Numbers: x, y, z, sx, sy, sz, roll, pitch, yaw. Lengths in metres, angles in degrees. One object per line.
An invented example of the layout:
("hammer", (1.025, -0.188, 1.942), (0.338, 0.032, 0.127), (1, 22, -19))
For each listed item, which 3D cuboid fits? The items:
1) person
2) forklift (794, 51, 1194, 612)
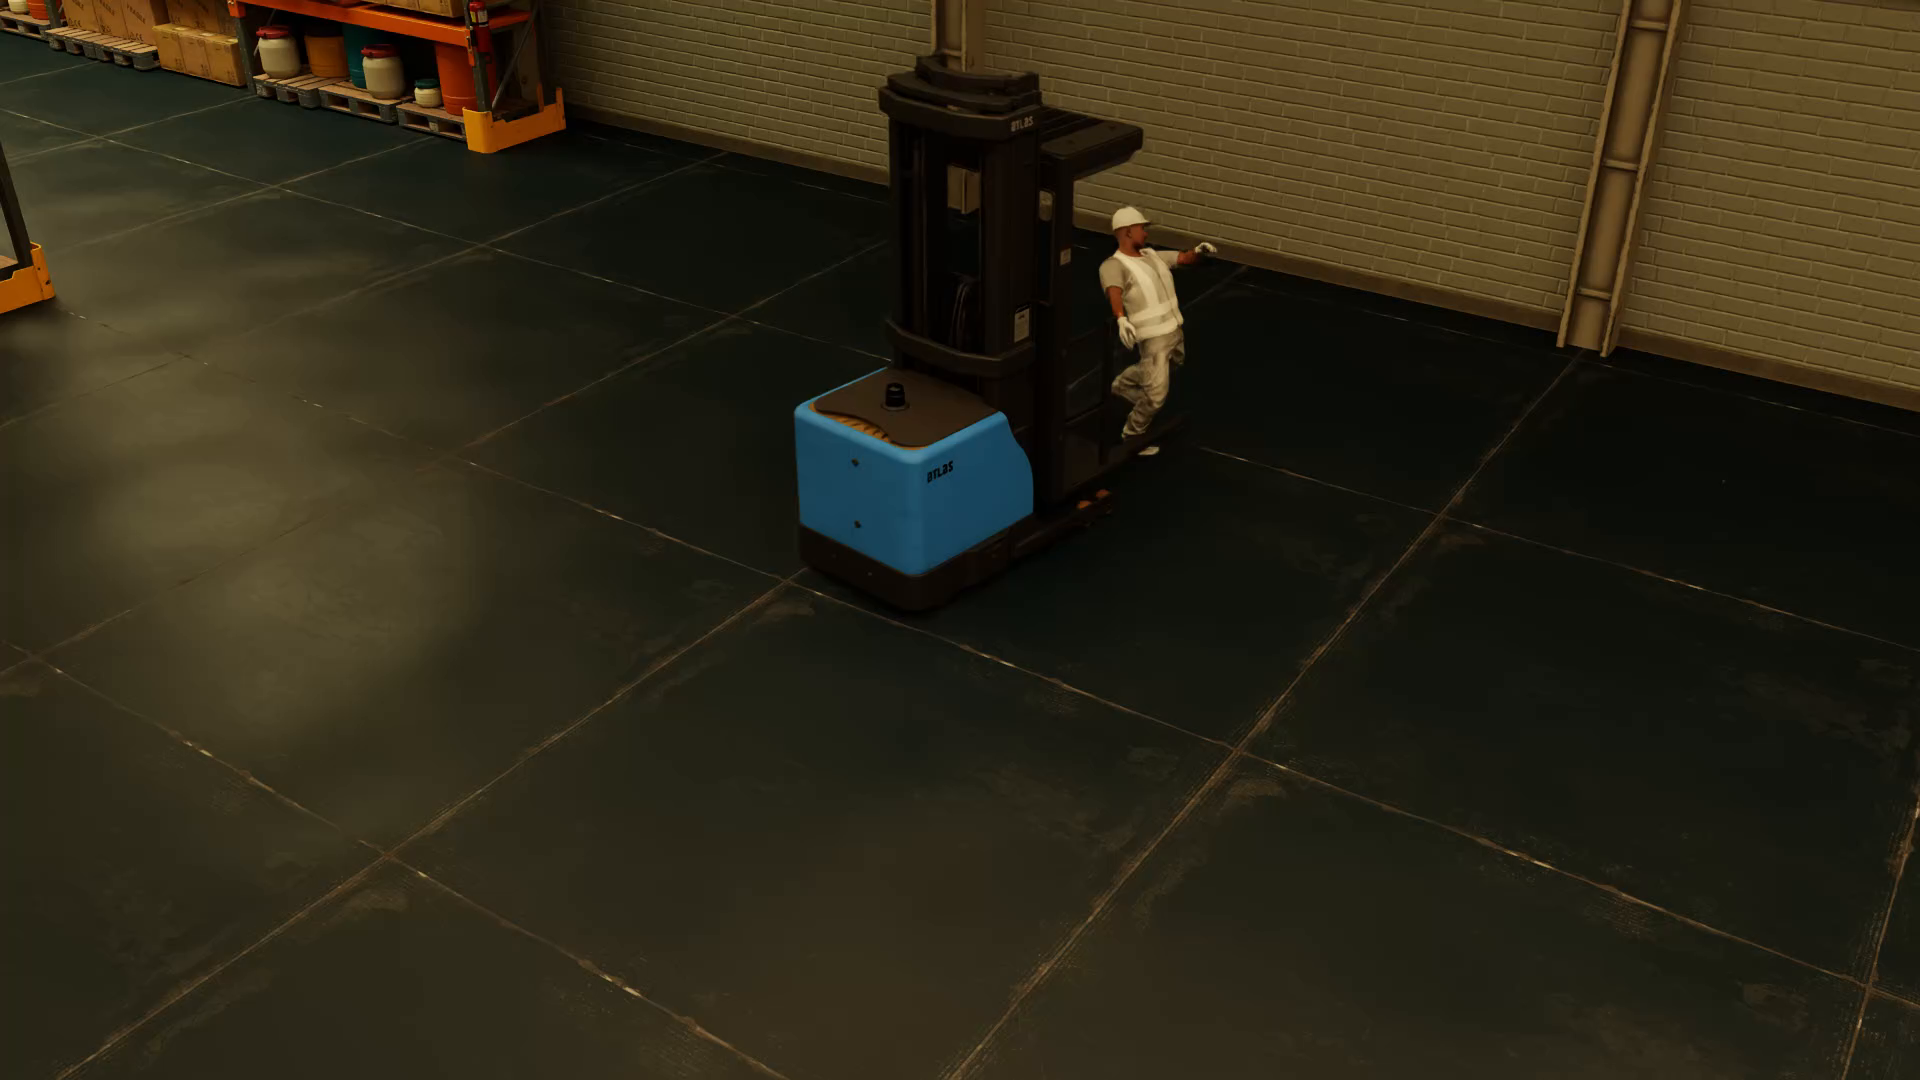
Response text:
("person", (1.246, -1.325, 11.065), (0.779, 1.557, 1.035), (13, 33, 21))
("forklift", (0.371, -1.508, 10.178), (1.130, 2.935, 3.031), (24, 38, 35))
